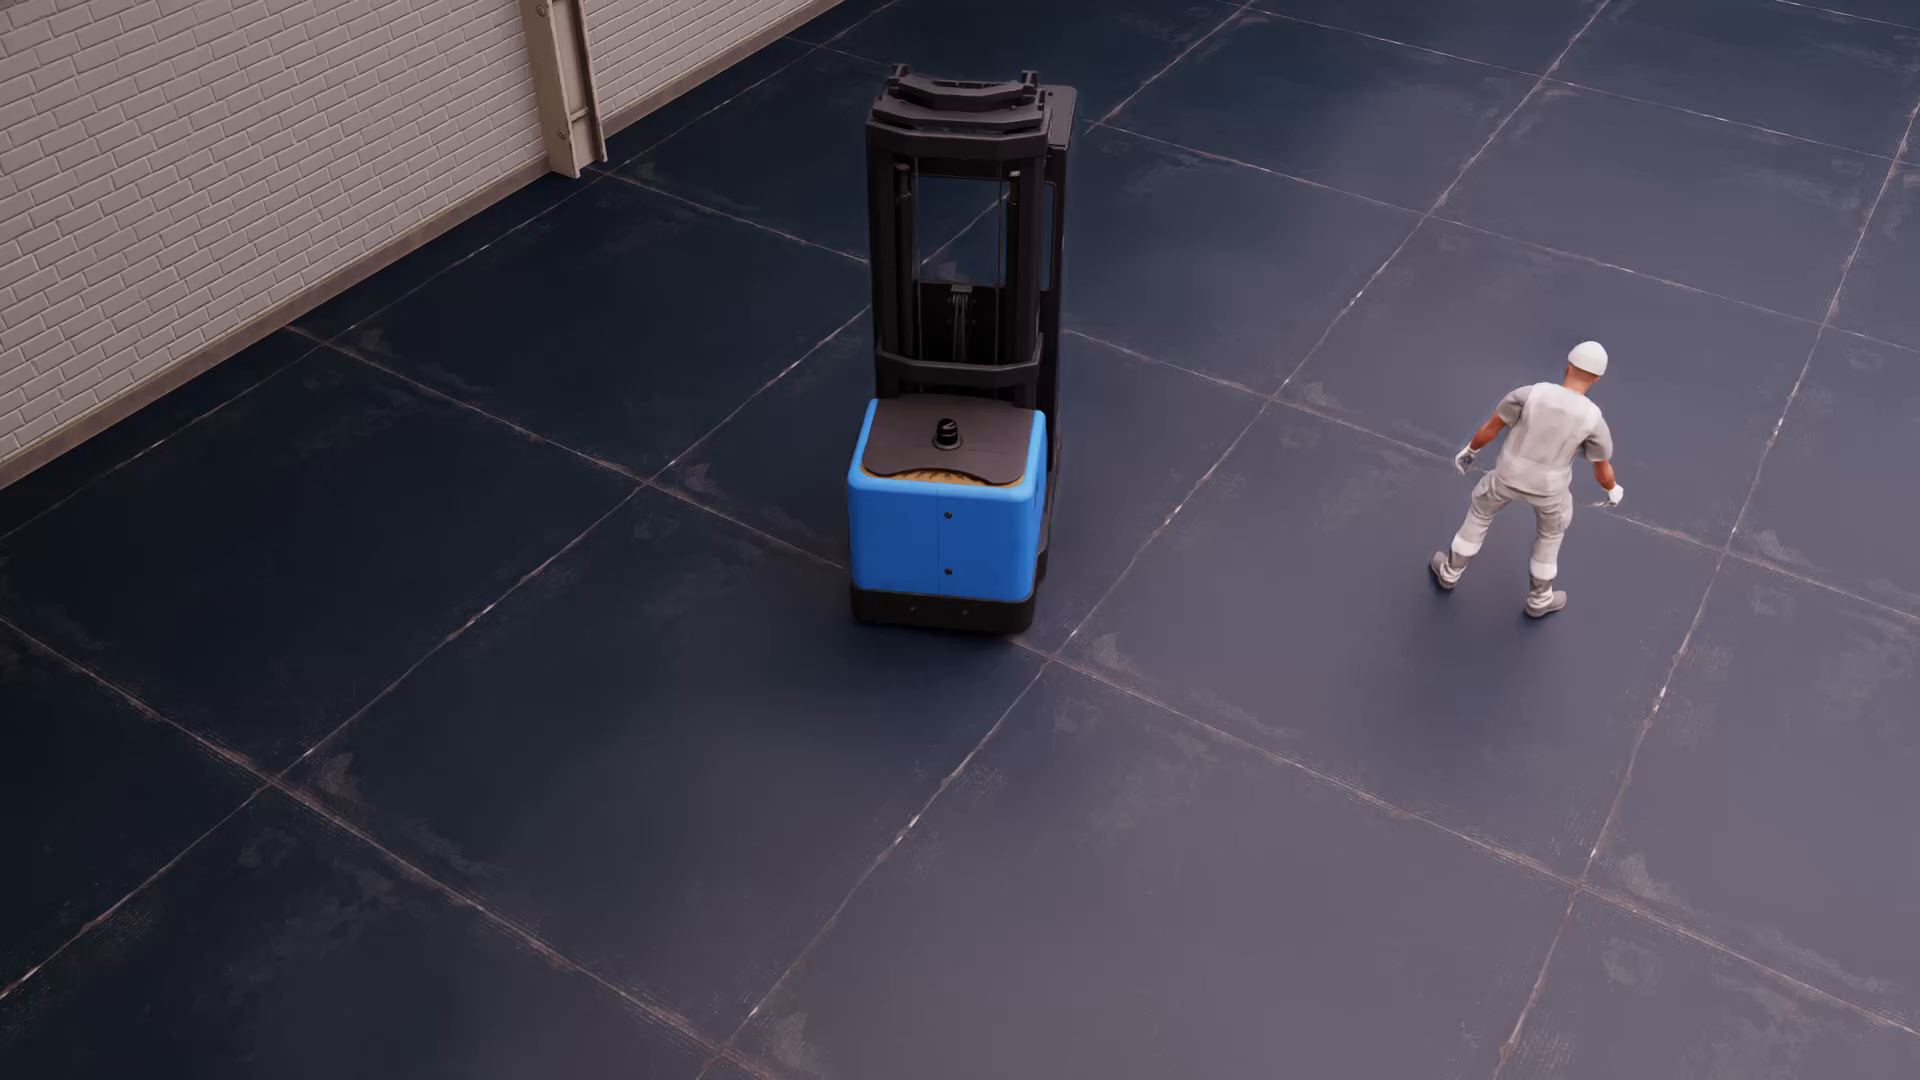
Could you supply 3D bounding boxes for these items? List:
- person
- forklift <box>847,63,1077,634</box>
[{"bbox_3d":[3.236,-0.364,9.324,0.916,1.734,0.423,19,44,21],"label":"person"},{"bbox_3d":[0.067,-1.533,9.776,1.130,2.935,3.031,5,40,5],"label":"forklift"}]
